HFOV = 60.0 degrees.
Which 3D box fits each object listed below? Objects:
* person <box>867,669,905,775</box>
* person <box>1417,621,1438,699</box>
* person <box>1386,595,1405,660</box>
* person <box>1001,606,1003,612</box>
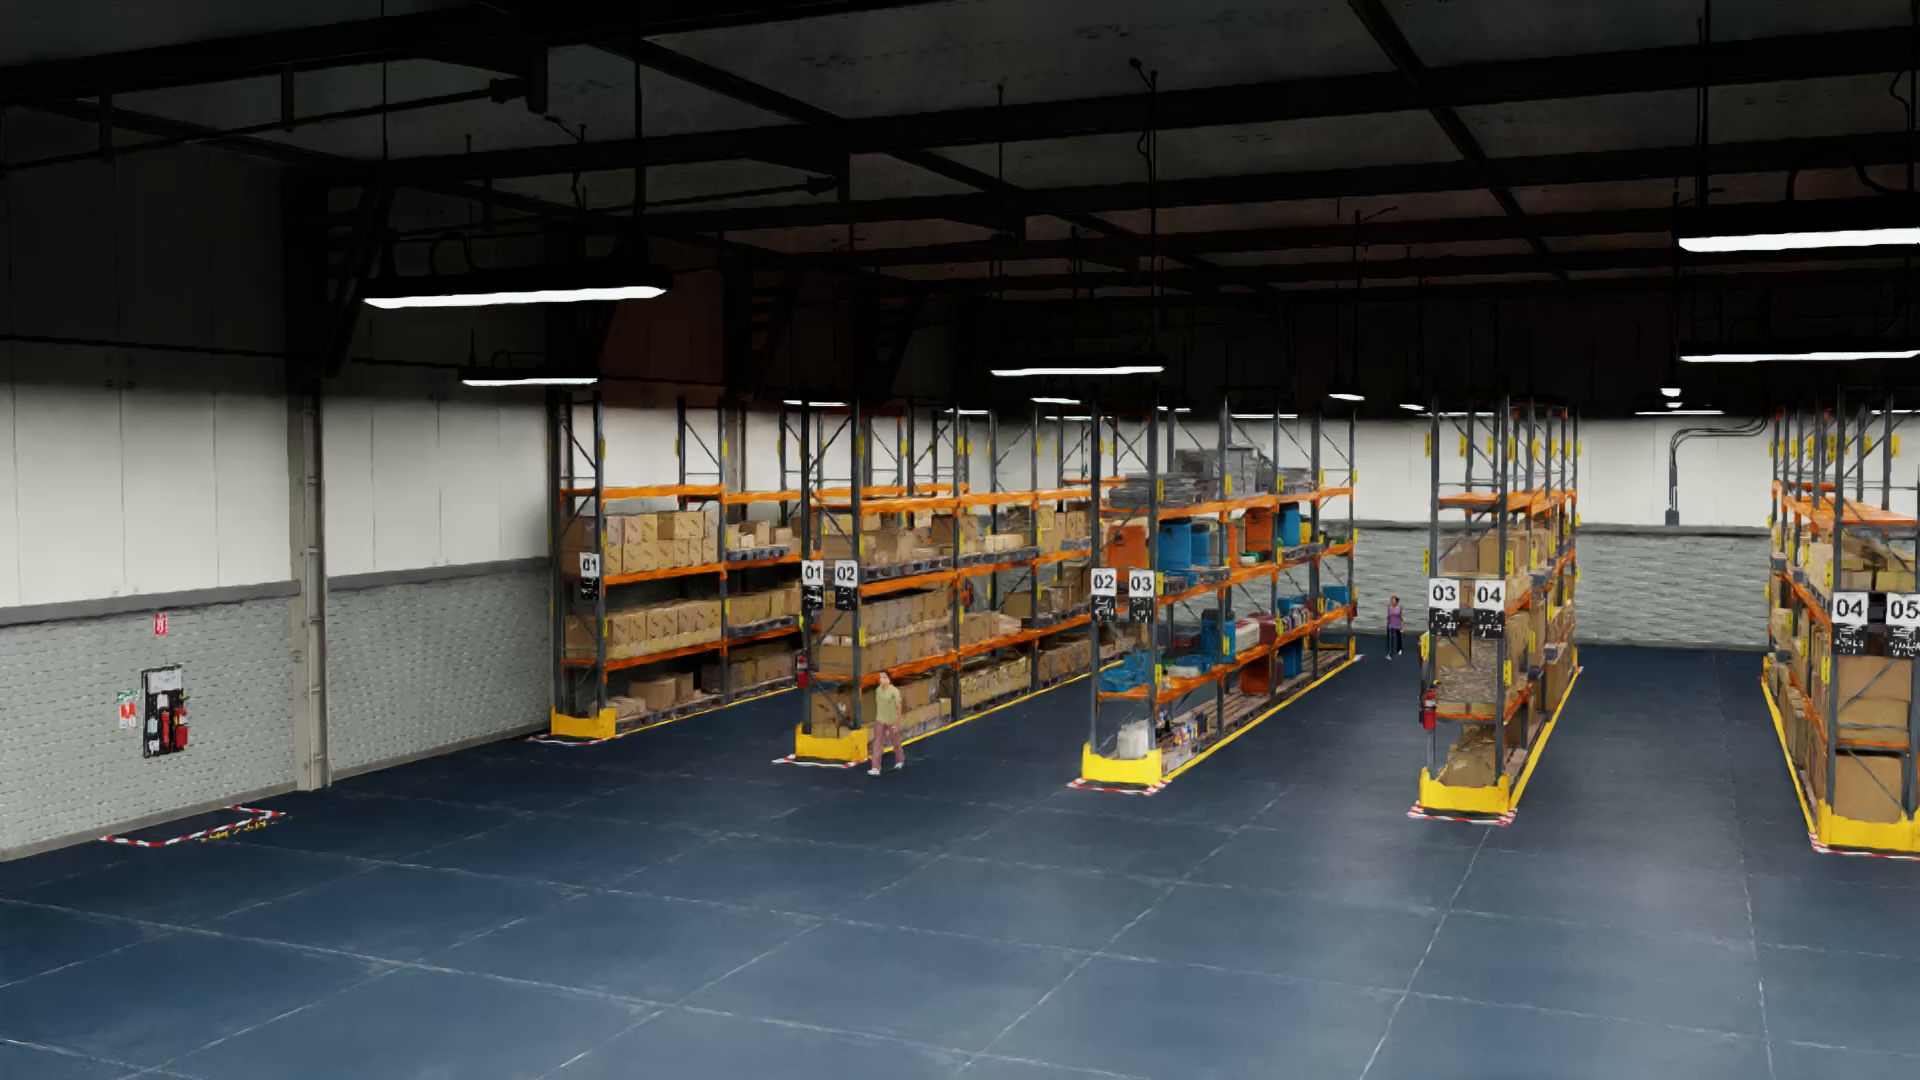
[{"bbox_3d":[-1.105,2.779,25.541,0.458,1.612,1.010,1,3,23],"label":"person"},{"bbox_3d":[9.358,2.378,32.950,0.592,1.625,0.526,1,3,22],"label":"person"},{"bbox_3d":[10.345,2.052,39.485,0.404,1.525,1.029,1,3,22],"label":"person"},{"bbox_3d":[1.201,2.033,38.568,0.542,1.645,1.126,2,4,26],"label":"person"}]
